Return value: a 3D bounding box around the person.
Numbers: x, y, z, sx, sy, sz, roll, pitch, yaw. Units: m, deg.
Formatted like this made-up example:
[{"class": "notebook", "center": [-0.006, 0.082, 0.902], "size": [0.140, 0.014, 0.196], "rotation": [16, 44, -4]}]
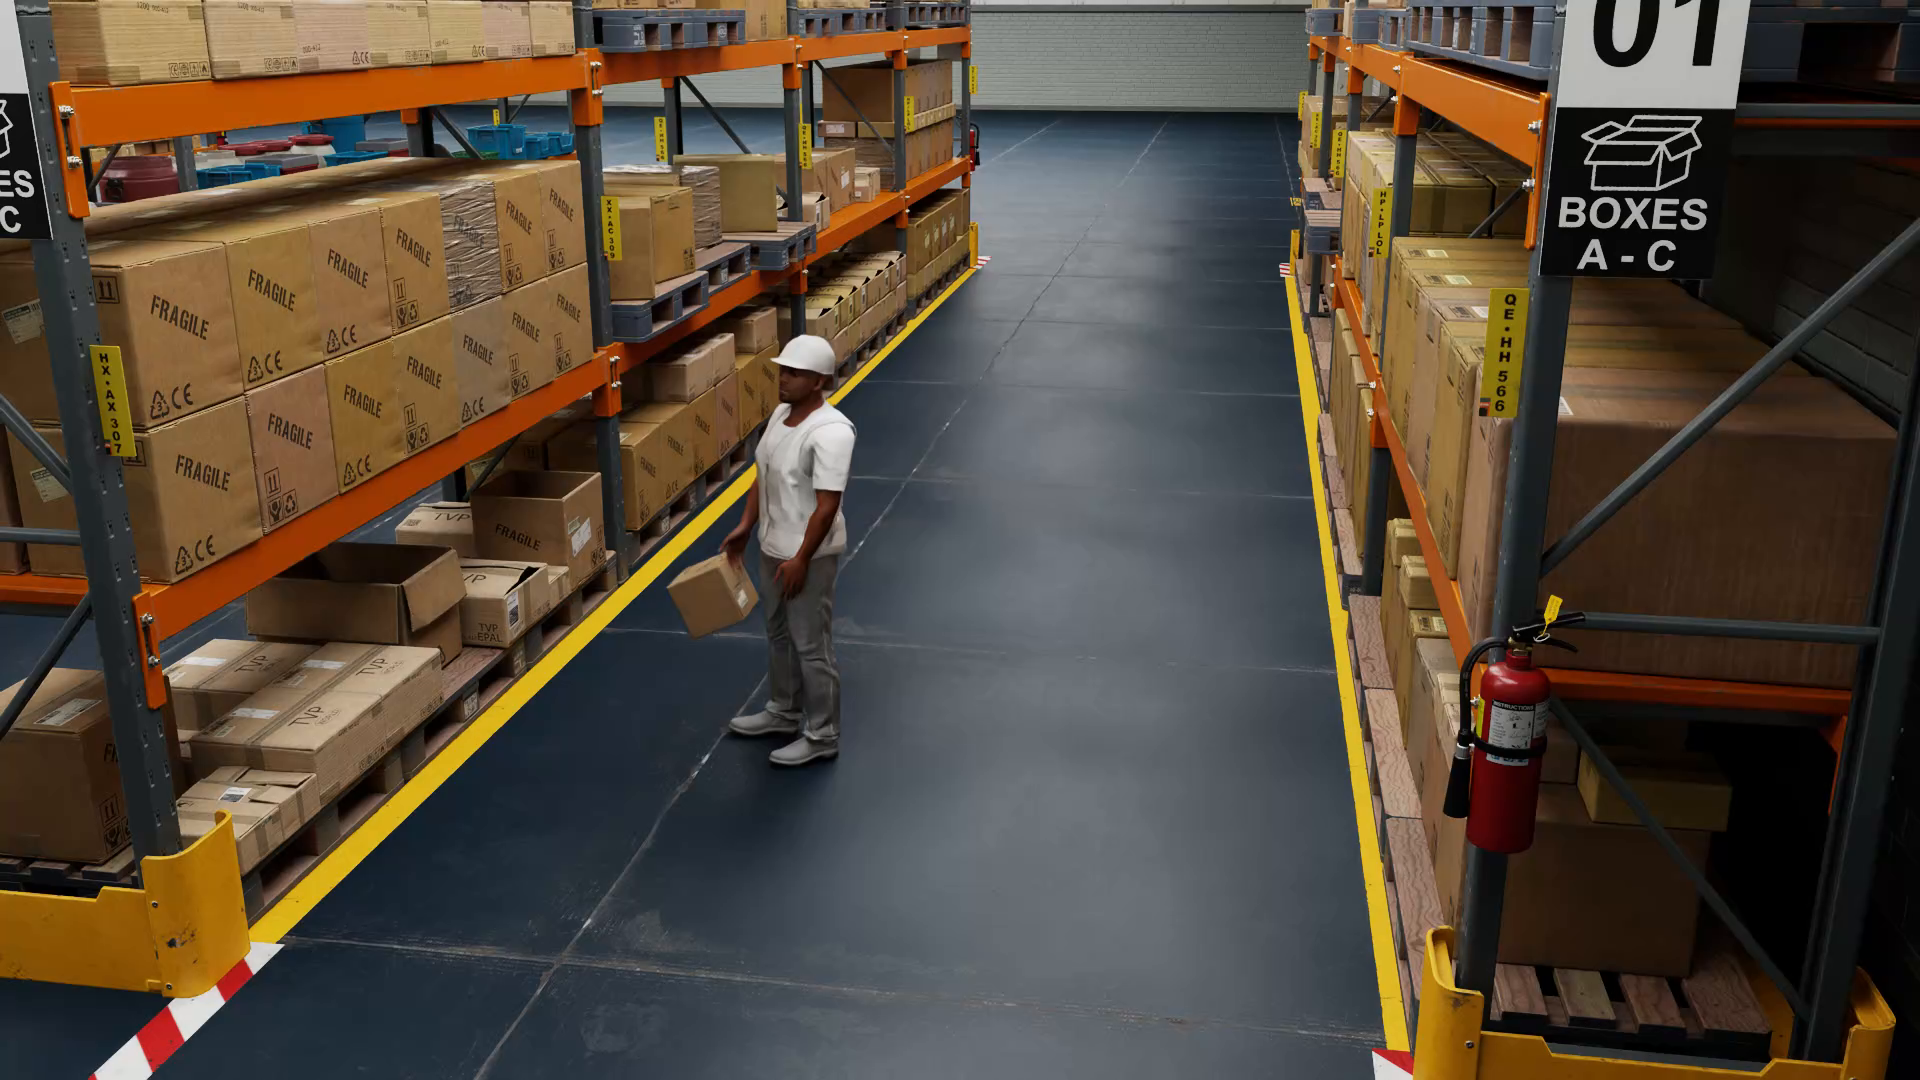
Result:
[{"class": "person", "center": [-0.702, 0.038, 6.841], "size": [0.459, 1.774, 0.610], "rotation": [-10, 20, -29]}]
